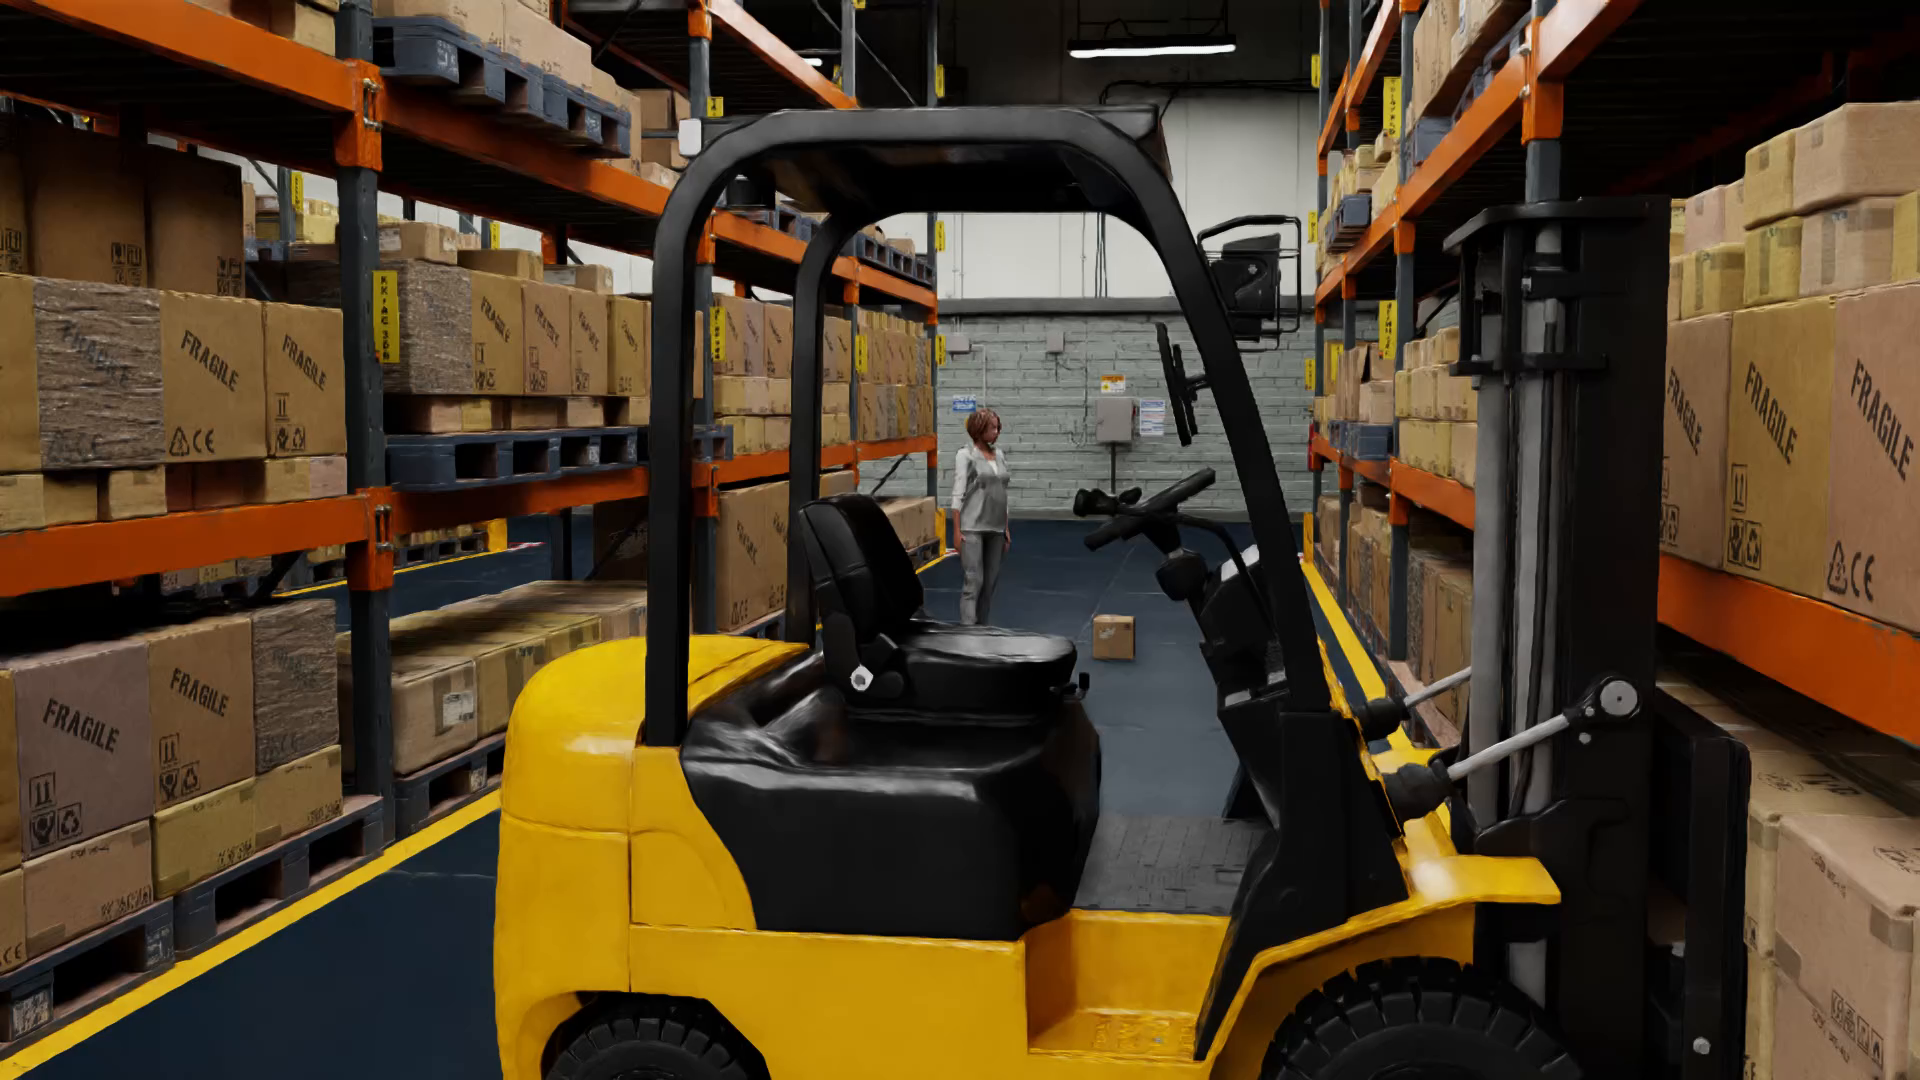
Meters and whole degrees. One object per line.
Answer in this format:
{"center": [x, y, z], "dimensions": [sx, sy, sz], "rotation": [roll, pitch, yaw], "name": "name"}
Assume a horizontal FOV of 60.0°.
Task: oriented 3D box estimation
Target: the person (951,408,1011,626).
{"center": [0.154, -0.041, 10.654], "dimensions": [0.430, 1.607, 0.500], "rotation": [-4, 6, -42], "name": "person"}
